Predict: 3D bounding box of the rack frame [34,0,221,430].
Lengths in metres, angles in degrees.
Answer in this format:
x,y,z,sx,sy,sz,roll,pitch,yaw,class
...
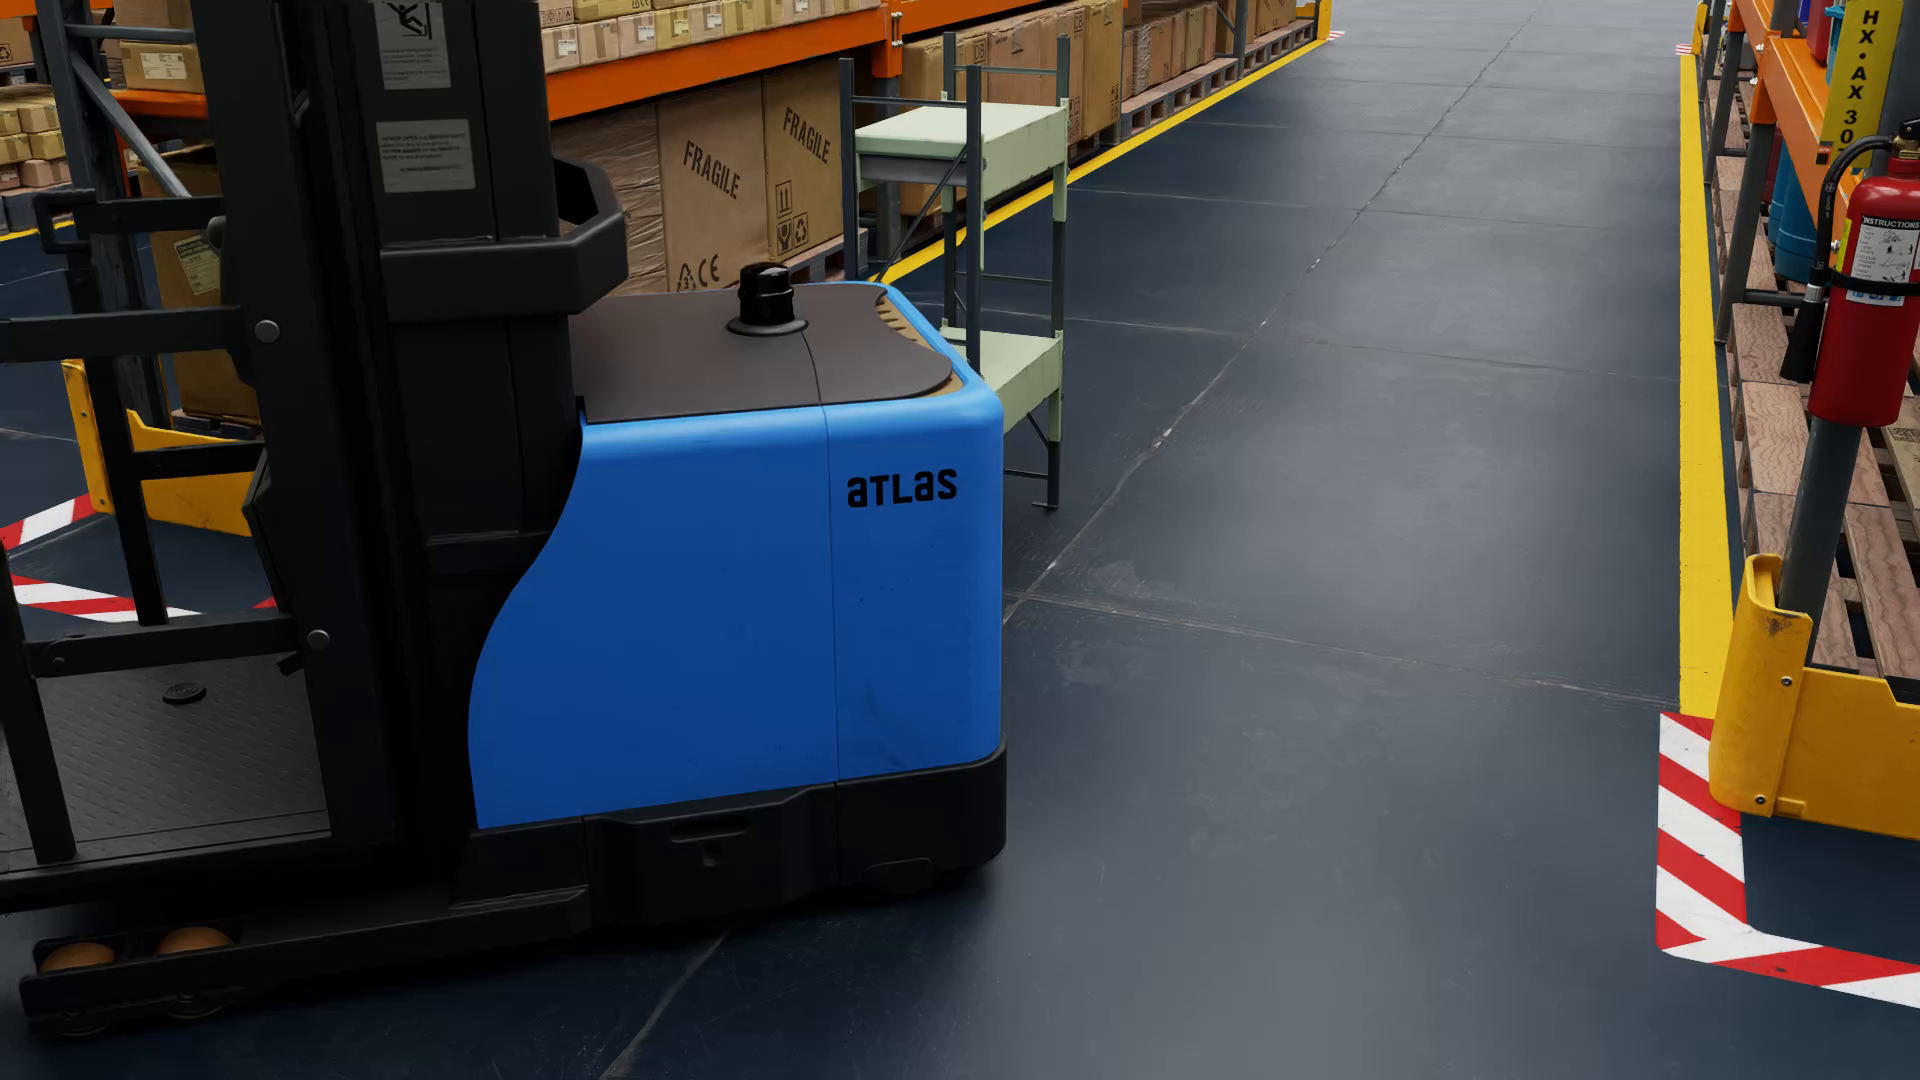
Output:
x,y,z,sx,sy,sz,roll,pitch,yaw,class
-2.282,-1.473,4.886,1.000,3.000,0.127,9,24,20,rack frame

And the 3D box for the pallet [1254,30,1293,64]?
x,y,z,sx,sy,sz,roll,pitch,yaw,class
2.844,-5.164,17.340,1.003,0.211,1.213,9,24,20,pallet

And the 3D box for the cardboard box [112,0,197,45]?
x,y,z,sx,sy,sz,roll,pitch,yaw,class
-2.348,-1.753,5.363,0.500,0.250,0.500,8,24,19,cardboard box

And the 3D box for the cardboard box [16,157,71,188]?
x,y,z,sx,sy,sz,roll,pitch,yaw,class
-5.406,-2.155,9.672,0.380,0.149,0.250,8,24,18,cardboard box

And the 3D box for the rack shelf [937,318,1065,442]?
x,y,z,sx,sy,sz,roll,pitch,yaw,class
0.002,-0.394,5.092,0.431,0.370,0.720,9,24,20,rack shelf

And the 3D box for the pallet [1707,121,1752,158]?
x,y,z,sx,sy,sz,roll,pitch,yaw,class
5.612,-2.612,11.230,1.003,0.211,1.213,9,24,20,pallet

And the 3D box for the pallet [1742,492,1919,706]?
x,y,z,sx,sy,sz,roll,pitch,yaw,class
2.659,0.233,4.419,1.003,0.211,1.213,9,24,20,pallet

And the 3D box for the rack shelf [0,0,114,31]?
x,y,z,sx,sy,sz,roll,pitch,yaw,class
-6.107,-2.603,8.524,1.077,0.370,4.000,9,24,20,rack shelf

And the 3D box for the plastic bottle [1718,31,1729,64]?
x,y,z,sx,sy,sz,roll,pitch,yaw,class
6.817,-4.380,14.709,0.144,0.351,0.185,8,24,17,plastic bottle

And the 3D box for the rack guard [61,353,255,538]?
x,y,z,sx,sy,sz,roll,pitch,yaw,class
-2.291,-0.311,5.347,1.175,0.500,0.348,9,24,20,rack guard

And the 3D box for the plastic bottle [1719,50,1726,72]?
x,y,z,sx,sy,sz,roll,pitch,yaw,class
6.619,-4.145,14.341,0.097,0.201,0.097,0,23,0,plastic bottle

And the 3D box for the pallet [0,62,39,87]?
x,y,z,sx,sy,sz,roll,pitch,yaw,class
-8.874,-4.197,15.024,1.003,0.211,1.213,9,24,20,pallet

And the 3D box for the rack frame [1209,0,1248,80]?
x,y,z,sx,sy,sz,roll,pitch,yaw,class
2.175,-5.768,15.166,1.000,3.000,0.127,9,24,20,rack frame

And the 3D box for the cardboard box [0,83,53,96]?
x,y,z,sx,sy,sz,roll,pitch,yaw,class
-5.684,-2.710,10.229,0.380,0.149,0.250,10,25,22,cardboard box

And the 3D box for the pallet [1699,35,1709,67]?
x,y,z,sx,sy,sz,roll,pitch,yaw,class
7.968,-4.879,16.657,1.003,0.211,1.213,9,24,20,pallet

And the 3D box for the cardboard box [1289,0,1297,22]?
x,y,z,sx,sy,sz,roll,pitch,yaw,class
3.414,-6.018,18.465,0.500,0.500,0.500,14,26,30,cardboard box

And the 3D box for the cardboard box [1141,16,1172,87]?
x,y,z,sx,sy,sz,roll,pitch,yaw,class
1.318,-4.033,13.685,0.700,0.500,0.500,11,25,24,cardboard box

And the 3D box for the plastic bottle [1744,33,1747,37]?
x,y,z,sx,sy,sz,roll,pitch,yaw,class
6.964,-4.333,14.694,0.152,0.276,0.135,9,24,20,plastic bottle

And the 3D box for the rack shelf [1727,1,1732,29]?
x,y,z,sx,sy,sz,roll,pitch,yaw,class
6.031,-4.011,11.894,1.077,0.370,4.000,9,24,20,rack shelf

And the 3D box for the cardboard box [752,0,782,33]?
x,y,z,sx,sy,sz,roll,pitch,yaw,class
-0.987,-2.264,7.105,0.380,0.149,0.250,9,24,21,cardboard box

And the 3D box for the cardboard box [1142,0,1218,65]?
x,y,z,sx,sy,sz,roll,pitch,yaw,class
1.927,-4.601,15.045,0.700,0.500,0.500,7,24,16,cardboard box

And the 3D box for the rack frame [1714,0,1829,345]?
x,y,z,sx,sy,sz,roll,pitch,yaw,class
3.802,-2.196,6.615,1.000,3.000,0.127,9,24,20,rack frame

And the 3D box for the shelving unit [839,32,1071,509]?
x,y,z,sx,sy,sz,roll,pitch,yaw,class
0.002,-0.694,4.967,0.431,1.500,0.755,9,24,20,shelving unit

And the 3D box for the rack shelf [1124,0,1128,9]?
x,y,z,sx,sy,sz,roll,pitch,yaw,class
1.432,-4.720,13.591,1.077,0.370,4.000,9,24,20,rack shelf

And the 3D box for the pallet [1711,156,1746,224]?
x,y,z,sx,sy,sz,roll,pitch,yaw,class
5.034,-2.052,9.889,1.003,0.211,1.213,9,24,20,pallet

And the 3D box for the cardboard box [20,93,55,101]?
x,y,z,sx,sy,sz,roll,pitch,yaw,class
-5.312,-2.542,9.826,0.380,0.149,0.250,9,24,21,cardboard box

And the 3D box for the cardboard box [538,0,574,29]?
x,y,z,sx,sy,sz,roll,pitch,yaw,class
-1.666,-1.861,5.623,0.500,0.250,0.500,8,24,19,cardboard box

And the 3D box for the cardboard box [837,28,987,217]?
x,y,z,sx,sy,sz,roll,pitch,yaw,class
-0.577,-2.350,9.196,1.225,0.875,0.875,9,24,20,cardboard box

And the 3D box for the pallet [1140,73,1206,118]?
x,y,z,sx,sy,sz,roll,pitch,yaw,class
1.436,-3.764,13.987,1.003,0.211,1.213,9,24,20,pallet

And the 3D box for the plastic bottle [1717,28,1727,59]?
x,y,z,sx,sy,sz,roll,pitch,yaw,class
7.001,-4.518,15.138,0.152,0.276,0.135,9,24,21,plastic bottle

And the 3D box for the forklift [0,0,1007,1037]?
x,y,z,sx,sy,sz,roll,pitch,yaw,class
-1.478,-0.664,3.038,3.031,2.935,1.130,-6,23,-14,forklift

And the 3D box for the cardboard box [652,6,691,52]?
x,y,z,sx,sy,sz,roll,pitch,yaw,class
-1.274,-1.988,6.443,0.380,0.149,0.250,8,24,19,cardboard box

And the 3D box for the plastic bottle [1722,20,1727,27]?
x,y,z,sx,sy,sz,roll,pitch,yaw,class
7.196,-4.757,15.700,0.061,0.283,0.133,9,24,21,plastic bottle

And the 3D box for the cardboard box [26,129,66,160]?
x,y,z,sx,sy,sz,roll,pitch,yaw,class
-5.358,-2.311,9.660,0.380,0.149,0.250,8,24,18,cardboard box

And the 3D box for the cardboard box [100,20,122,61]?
x,y,z,sx,sy,sz,roll,pitch,yaw,class
-5.322,-3.340,11.080,0.500,0.250,0.500,8,24,19,cardboard box

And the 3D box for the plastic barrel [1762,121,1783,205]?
x,y,z,sx,sy,sz,roll,pitch,yaw,class
4.703,-2.127,9.033,0.600,0.588,0.708,9,24,20,plastic barrel

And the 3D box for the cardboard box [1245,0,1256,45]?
x,y,z,sx,sy,sz,roll,pitch,yaw,class
2.567,-5.151,16.389,0.500,0.500,0.500,18,29,37,cardboard box

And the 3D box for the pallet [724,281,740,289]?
x,y,z,sx,sy,sz,roll,pitch,yaw,class
-1.603,-0.919,7.176,1.003,0.211,1.213,9,24,20,pallet

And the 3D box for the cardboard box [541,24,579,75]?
x,y,z,sx,sy,sz,roll,pitch,yaw,class
-1.559,-1.714,5.789,0.380,0.149,0.250,8,24,19,cardboard box

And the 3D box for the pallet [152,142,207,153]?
x,y,z,sx,sy,sz,roll,pitch,yaw,class
-5.076,-2.643,11.304,1.003,0.211,1.213,9,24,20,pallet

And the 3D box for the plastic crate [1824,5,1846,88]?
x,y,z,sx,sy,sz,roll,pitch,yaw,class
2.841,-1.486,5.056,0.416,0.233,0.300,9,24,20,plastic crate

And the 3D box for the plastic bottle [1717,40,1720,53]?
x,y,z,sx,sy,sz,roll,pitch,yaw,class
7.096,-4.604,15.439,0.097,0.201,0.097,0,23,0,plastic bottle

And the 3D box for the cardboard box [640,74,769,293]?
x,y,z,sx,sy,sz,roll,pitch,yaw,class
-1.450,-1.571,7.332,0.875,0.875,0.875,9,24,20,cardboard box

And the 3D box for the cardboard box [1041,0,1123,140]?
x,y,z,sx,sy,sz,roll,pitch,yaw,class
0.414,-3.306,11.484,1.225,0.875,0.875,8,24,18,cardboard box

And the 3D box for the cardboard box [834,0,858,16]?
x,y,z,sx,sy,sz,roll,pitch,yaw,class
-0.701,-2.540,7.766,0.380,0.149,0.250,9,24,21,cardboard box

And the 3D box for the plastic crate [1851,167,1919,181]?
x,y,z,sx,sy,sz,roll,pitch,yaw,class
2.268,-0.955,3.520,0.616,0.435,0.499,9,24,20,plastic crate

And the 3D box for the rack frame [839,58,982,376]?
x,y,z,sx,sy,sz,roll,pitch,yaw,class
-0.133,-0.563,4.653,0.400,1.500,0.023,9,24,20,rack frame

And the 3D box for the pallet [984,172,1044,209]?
x,y,z,sx,sy,sz,roll,pitch,yaw,class
-0.128,-2.343,10.586,1.003,0.211,1.213,9,24,20,pallet
